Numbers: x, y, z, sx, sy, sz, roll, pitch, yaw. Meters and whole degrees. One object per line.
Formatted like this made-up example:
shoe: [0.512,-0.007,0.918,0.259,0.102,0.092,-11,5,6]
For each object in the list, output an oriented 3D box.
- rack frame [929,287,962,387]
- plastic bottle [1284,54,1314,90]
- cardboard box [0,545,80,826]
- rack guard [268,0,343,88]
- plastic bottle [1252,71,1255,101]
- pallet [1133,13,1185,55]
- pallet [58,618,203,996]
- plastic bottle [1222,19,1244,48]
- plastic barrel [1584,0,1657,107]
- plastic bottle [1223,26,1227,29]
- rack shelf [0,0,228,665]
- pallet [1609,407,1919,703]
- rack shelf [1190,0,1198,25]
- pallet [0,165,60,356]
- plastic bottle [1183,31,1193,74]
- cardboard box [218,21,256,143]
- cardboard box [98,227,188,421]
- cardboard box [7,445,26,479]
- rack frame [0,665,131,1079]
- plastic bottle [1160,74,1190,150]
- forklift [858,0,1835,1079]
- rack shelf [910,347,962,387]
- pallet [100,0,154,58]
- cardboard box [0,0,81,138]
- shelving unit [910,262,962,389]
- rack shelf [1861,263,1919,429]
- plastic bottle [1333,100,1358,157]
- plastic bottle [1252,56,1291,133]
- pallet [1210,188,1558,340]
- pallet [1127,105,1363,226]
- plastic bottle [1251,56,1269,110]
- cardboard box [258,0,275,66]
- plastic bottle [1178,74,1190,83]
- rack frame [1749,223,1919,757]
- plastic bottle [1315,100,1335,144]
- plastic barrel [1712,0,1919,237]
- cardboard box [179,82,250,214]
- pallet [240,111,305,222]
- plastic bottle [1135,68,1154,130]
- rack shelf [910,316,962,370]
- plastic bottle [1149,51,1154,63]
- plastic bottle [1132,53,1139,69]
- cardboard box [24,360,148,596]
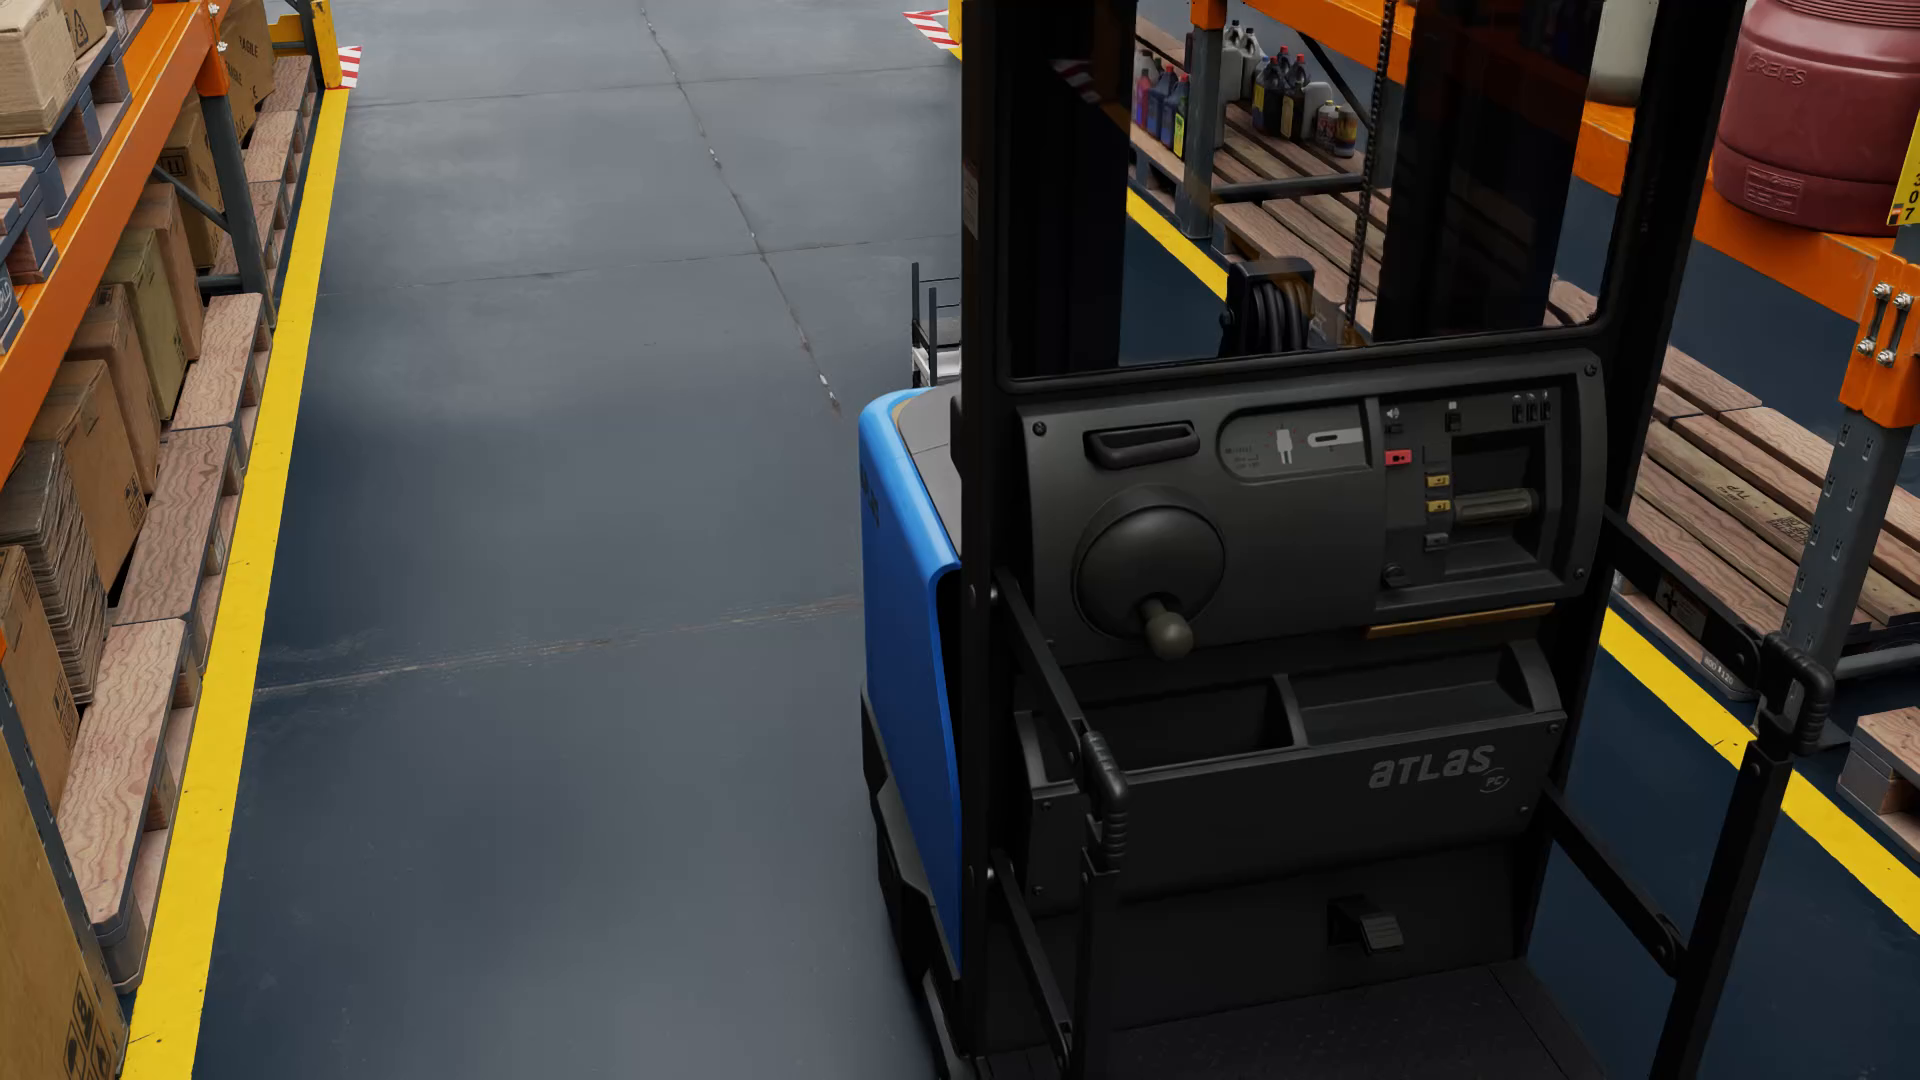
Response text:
rack frame: [0.029,-0.336,4.933,0.240,0.900,0.006,-8,31,-13]
plastic bottle: [1.701,-2.253,8.353,0.144,0.351,0.185,-7,31,-12]
cardboard box: [-2.395,0.397,3.626,0.700,0.500,0.500,-9,31,-16]
rack guard: [-4.301,-2.919,9.793,1.175,0.500,0.348,-8,31,-13]
plastic bottle: [1.599,-2.419,8.789,0.097,0.201,0.097,0,30,0]
pallet: [0.730,-3.065,10.335,1.003,0.211,1.213,-8,31,-13]
pallet: [-2.404,0.656,3.906,1.003,0.211,1.213,-8,31,-13]
plastic bottle: [1.489,-2.639,9.020,0.144,0.351,0.185,-7,31,-11]
plastic barrel: [1.987,-1.552,4.826,0.421,0.512,0.421,0,30,0]
plastic bottle: [1.405,-2.753,9.292,0.152,0.276,0.135,-8,31,-13]
rack shelf: [-2.729,-0.828,4.404,1.077,0.370,4.000,-8,31,-13]
pallet: [2.409,-0.004,5.047,1.003,0.211,1.213,-8,31,-13]
rack shelf: [0.985,-3.418,8.880,1.077,0.370,4.000,-8,31,-13]
pallet: [-2.490,-0.420,3.173,1.213,0.211,1.003,-8,31,-13]
plastic bottle: [1.302,-2.742,9.265,0.061,0.283,0.133,-8,31,-13]
cardboard box: [-3.832,-2.244,8.209,0.500,0.500,0.500,-5,30,-9]
cardboard box: [-3.009,-0.682,5.489,0.700,0.500,0.500,-8,31,-14]
cardboard box: [-2.555,-0.181,3.876,0.500,0.250,0.500,-4,30,-8]
rack frame: [-2.198,-0.173,2.555,1.000,3.000,0.127,-8,31,-13]
plastic bottle: [1.067,-2.080,8.055,0.144,0.351,0.185,-9,31,-15]
forklift: [0.599,-0.004,2.332,1.130,2.935,3.031,-7,31,-12]
rack shelf: [0.002,-0.512,4.944,0.258,0.077,0.200,-8,31,-13]
pallet: [-3.197,-1.634,5.270,1.003,0.211,1.213,-8,31,-13]
cardboard box: [-2.421,-1.130,3.939,0.500,0.250,0.500,-9,31,-15]
shelving unit: [0.002,-0.386,5.018,0.258,0.900,0.210,-8,31,-13]
rack shelf: [3.108,0.445,2.204,1.077,0.370,4.000,-8,31,-13]
plastic bottle: [1.854,-1.986,7.971,0.097,0.271,0.097,0,30,0]
plastic bottle: [1.562,-2.234,8.320,0.144,0.351,0.185,-8,31,-13]
pallet: [1.762,-1.183,7.083,1.003,0.211,1.213,-8,31,-13]
pallet: [1.378,-1.887,8.299,1.003,0.211,1.213,-8,31,-13]
plastic bottle: [1.576,-2.376,8.644,0.097,0.271,0.097,0,30,0]
cardboard box: [-4.172,-2.833,9.227,0.500,0.500,0.500,-2,30,-4]
plastic bottle: [1.152,-2.173,8.289,0.152,0.276,0.135,-8,31,-13]
rack frame: [2.577,-0.832,3.693,1.000,3.000,0.127,-8,31,-13]
plastic bottle: [1.800,-2.054,8.158,0.097,0.201,0.097,0,30,0]
plastic barrel: [2.162,-1.075,3.976,0.600,0.536,0.708,-8,31,-13]
cardboard box: [-3.487,-1.679,7.233,0.500,0.500,0.500,2,30,3]
pallet: [-3.799,-1.808,8.164,1.003,0.211,1.213,-8,31,-13]
plastic bottle: [0.932,-2.217,8.359,0.061,0.283,0.133,-6,31,-10]
rack shelf: [0.002,-0.590,4.899,0.258,0.077,0.200,-8,31,-13]
plastic bottle: [0.993,-2.393,8.663,0.061,0.283,0.133,-8,31,-13]
plastic bottle: [0.891,-2.376,8.640,0.152,0.276,0.135,-7,31,-12]
cardboard box: [-2.712,-0.142,4.557,0.700,0.500,0.500,-5,30,-9]
